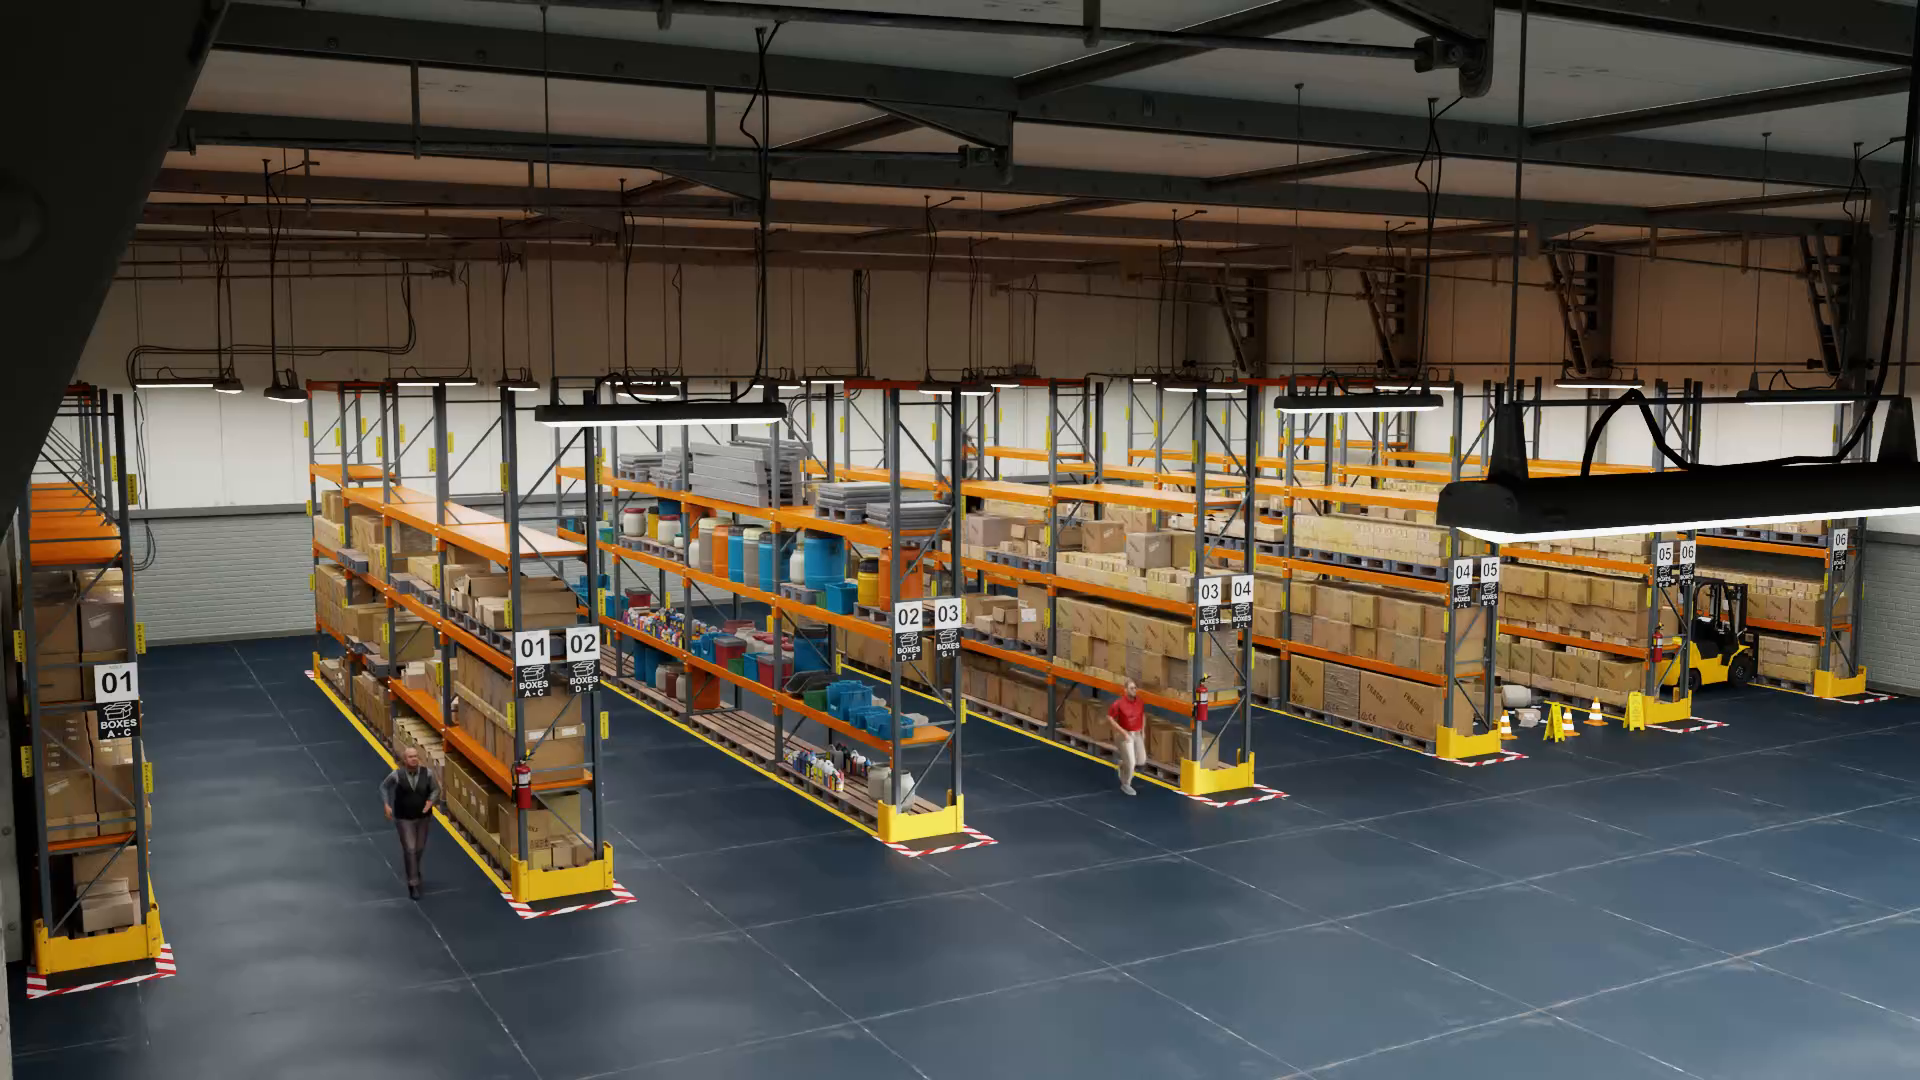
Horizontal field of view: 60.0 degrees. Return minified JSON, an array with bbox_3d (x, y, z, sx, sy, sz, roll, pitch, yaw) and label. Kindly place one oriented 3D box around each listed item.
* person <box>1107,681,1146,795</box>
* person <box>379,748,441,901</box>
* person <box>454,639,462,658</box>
[{"bbox_3d":[2.470,2.899,24.549,0.673,1.678,0.629,-4,7,-30],"label":"person"},{"bbox_3d":[-6.571,3.353,19.973,0.683,1.737,0.909,-4,7,-30],"label":"person"},{"bbox_3d":[-9.960,2.026,33.235,0.546,1.557,0.653,-5,8,-37],"label":"person"}]
